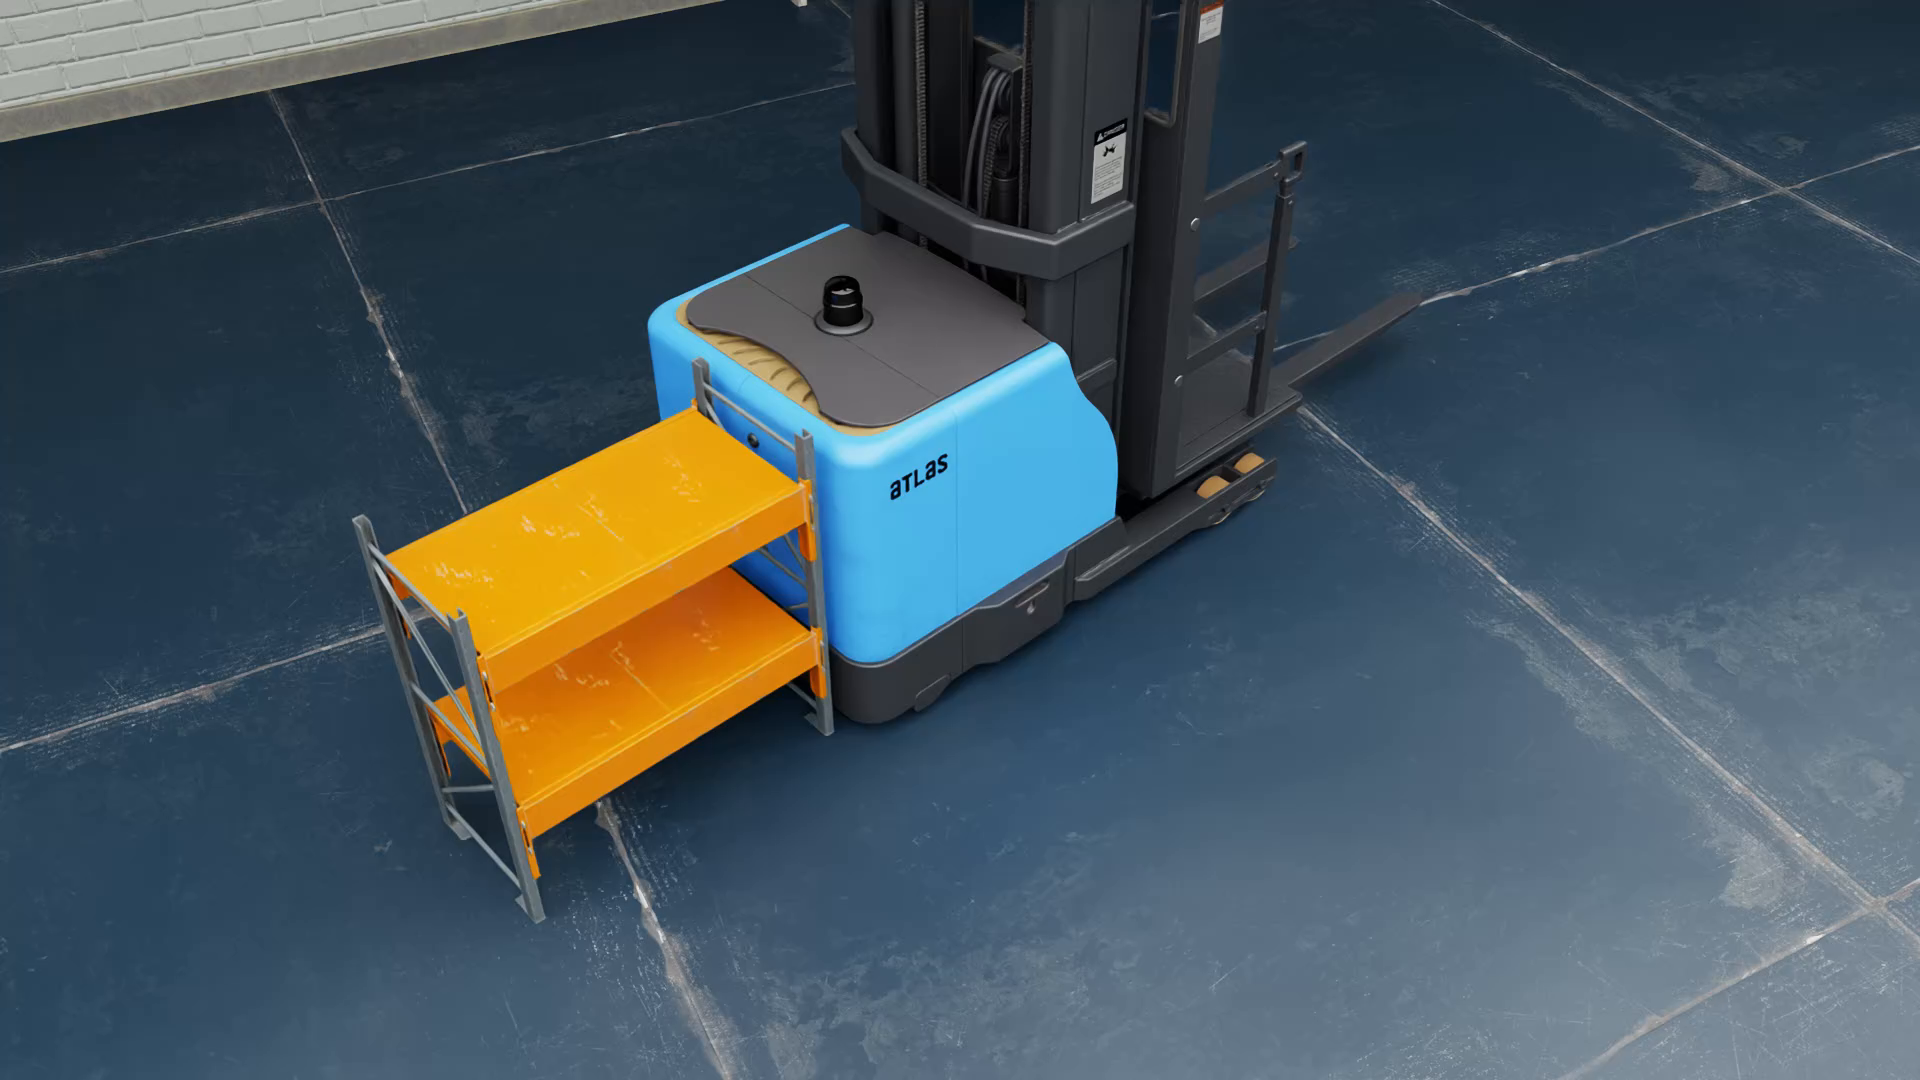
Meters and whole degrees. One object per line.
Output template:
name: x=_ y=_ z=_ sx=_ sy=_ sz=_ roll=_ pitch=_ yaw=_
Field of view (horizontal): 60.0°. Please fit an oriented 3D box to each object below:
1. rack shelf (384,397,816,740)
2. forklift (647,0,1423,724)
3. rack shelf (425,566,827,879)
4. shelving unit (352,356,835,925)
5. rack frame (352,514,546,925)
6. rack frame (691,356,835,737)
rack shelf: x=-0.936 y=0.044 z=4.375 sx=1.000 sy=0.278 sz=0.538 roll=-31 pitch=49 yaw=-31
forklift: x=0.484 y=-1.396 z=5.131 sx=3.031 sy=2.935 sz=1.130 roll=-31 pitch=49 yaw=-31
rack shelf: x=-0.936 y=0.454 z=4.722 sx=1.000 sy=0.278 sz=0.538 roll=-31 pitch=49 yaw=-31
shelving unit: x=-0.936 y=0.267 z=4.564 sx=1.048 sy=1.125 sz=0.538 roll=-31 pitch=49 yaw=-31
rack frame: x=-1.309 y=0.490 z=4.300 sx=0.032 sy=1.125 sz=0.500 roll=-31 pitch=49 yaw=-31
rack frame: x=-0.563 y=0.044 z=4.828 sx=0.032 sy=1.125 sz=0.500 roll=-31 pitch=49 yaw=-31
